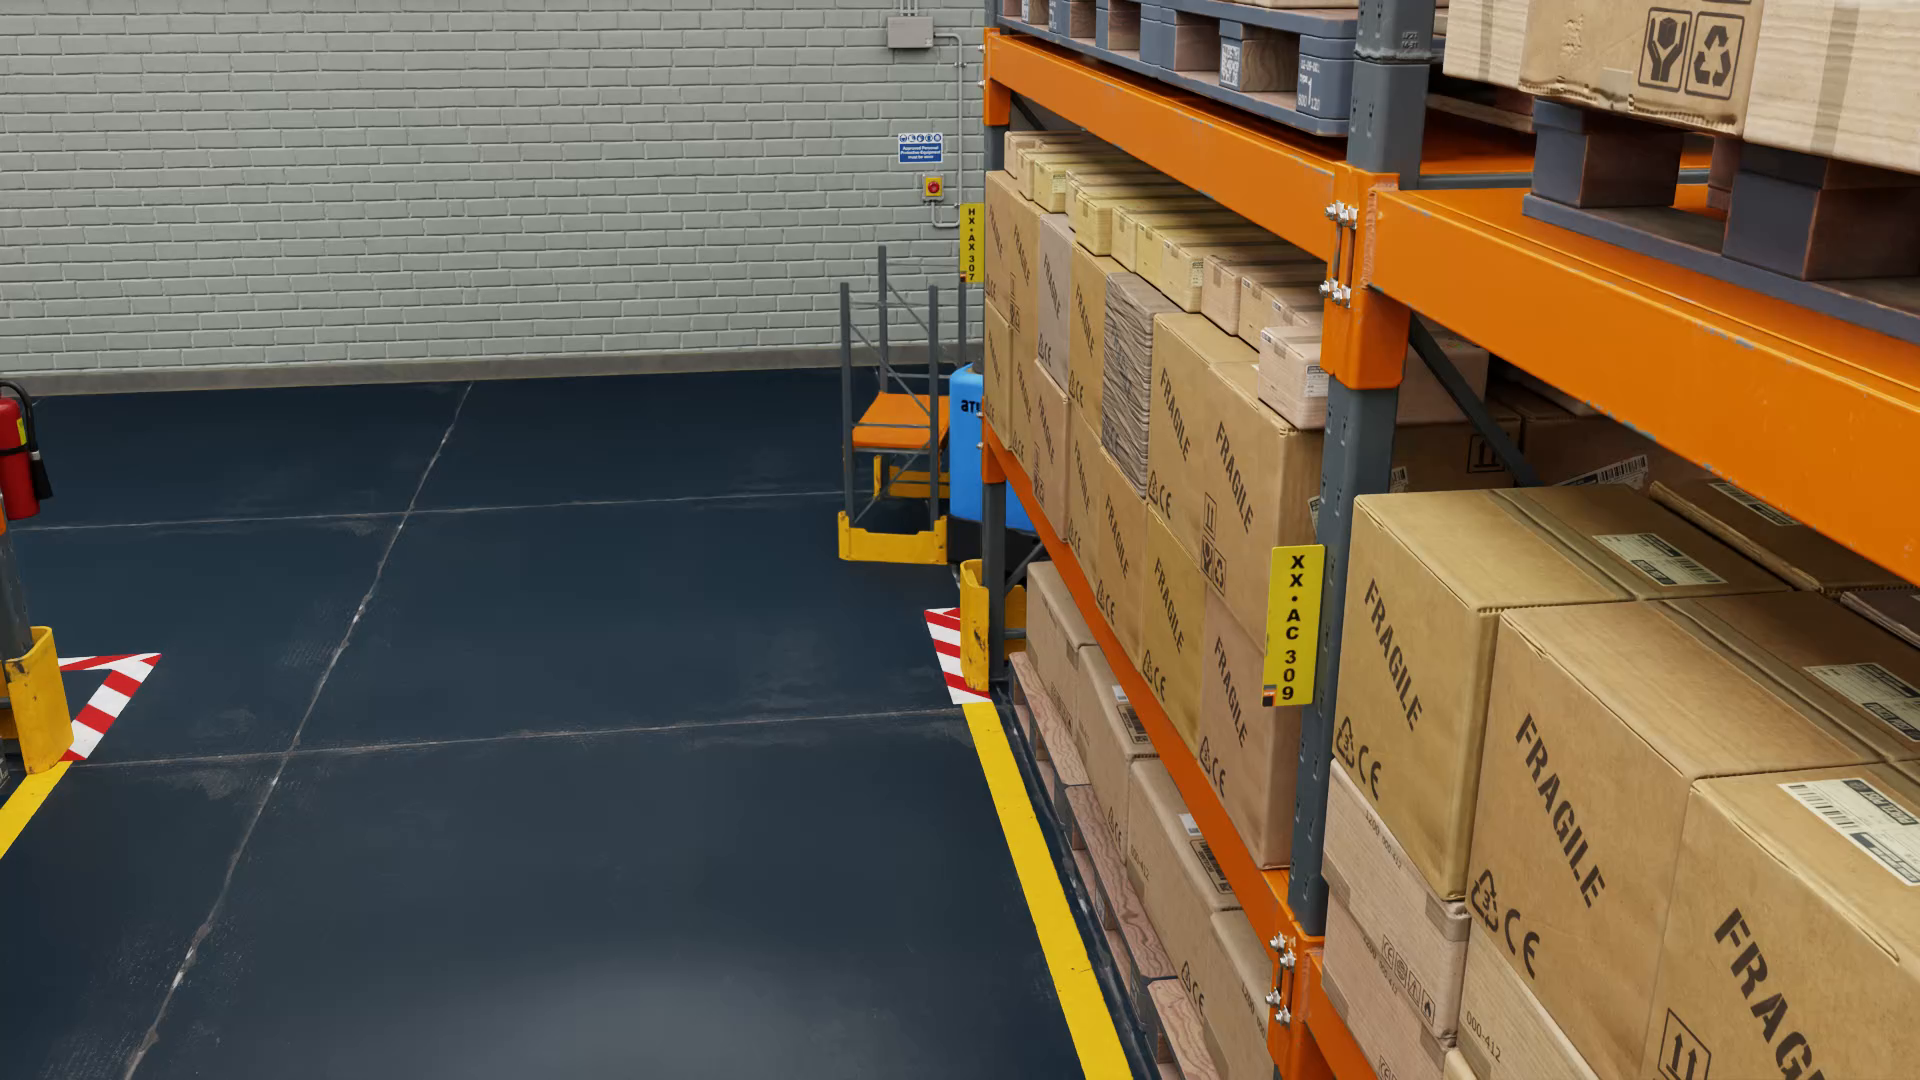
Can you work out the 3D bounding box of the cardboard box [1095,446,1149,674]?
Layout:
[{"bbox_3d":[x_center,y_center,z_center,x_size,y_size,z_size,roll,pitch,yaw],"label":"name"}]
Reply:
[{"bbox_3d":[0.690,0.033,4.699,0.500,0.500,0.500,-3,21,-9],"label":"cardboard box"}]

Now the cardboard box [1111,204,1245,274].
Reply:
[{"bbox_3d":[0.645,-0.861,4.737,0.380,0.149,0.250,-3,21,-8],"label":"cardboard box"}]

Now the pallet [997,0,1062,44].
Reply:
[{"bbox_3d":[0.717,-1.914,5.893,1.003,0.211,1.213,-3,21,-8],"label":"pallet"}]

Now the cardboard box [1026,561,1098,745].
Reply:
[{"bbox_3d":[0.794,0.420,6.865,0.875,0.438,0.875,-4,21,-10],"label":"cardboard box"}]

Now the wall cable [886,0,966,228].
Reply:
[{"bbox_3d":[-0.236,-3.248,12.129,0.585,1.953,0.123,-3,21,-8],"label":"wall cable"}]

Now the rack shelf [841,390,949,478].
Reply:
[{"bbox_3d":[-0.287,-0.599,9.190,0.538,0.185,1.000,3,21,8],"label":"rack shelf"}]

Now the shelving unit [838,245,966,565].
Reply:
[{"bbox_3d":[-0.286,-0.771,9.136,0.587,1.500,1.083,3,21,8],"label":"shelving unit"}]

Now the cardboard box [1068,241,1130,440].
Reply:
[{"bbox_3d":[0.623,-0.612,4.996,0.500,0.500,0.500,-3,21,-8],"label":"cardboard box"}]

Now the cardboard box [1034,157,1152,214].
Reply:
[{"bbox_3d":[0.465,-1.216,5.685,0.380,0.149,0.250,-4,21,-10],"label":"cardboard box"}]

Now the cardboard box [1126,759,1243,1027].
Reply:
[{"bbox_3d":[1.063,1.049,5.182,0.875,0.438,0.875,-4,21,-9],"label":"cardboard box"}]

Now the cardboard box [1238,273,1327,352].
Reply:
[{"bbox_3d":[0.860,-0.515,3.809,0.380,0.149,0.250,-3,21,-8],"label":"cardboard box"}]

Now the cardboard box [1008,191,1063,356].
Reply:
[{"bbox_3d":[0.469,-0.963,5.935,0.500,0.500,0.500,-3,21,-9],"label":"cardboard box"}]

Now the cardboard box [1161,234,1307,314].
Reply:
[{"bbox_3d":[0.734,-0.687,4.268,0.380,0.149,0.250,-3,21,-8],"label":"cardboard box"}]

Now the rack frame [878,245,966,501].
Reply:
[{"bbox_3d":[-0.214,-0.944,9.599,0.500,1.500,0.032,3,21,8],"label":"rack frame"}]

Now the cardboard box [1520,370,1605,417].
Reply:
[{"bbox_3d":[1.388,-0.363,3.402,0.380,0.149,0.250,-3,21,-9],"label":"cardboard box"}]

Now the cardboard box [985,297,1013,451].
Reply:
[{"bbox_3d":[0.385,-0.673,6.587,0.500,0.500,0.500,-3,21,-8],"label":"cardboard box"}]

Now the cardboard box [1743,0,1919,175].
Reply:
[{"bbox_3d":[1.013,-0.458,1.603,0.380,0.166,0.250,-4,21,-11],"label":"cardboard box"}]

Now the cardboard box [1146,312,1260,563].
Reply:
[{"bbox_3d":[0.770,-0.262,4.060,0.500,0.500,0.500,-3,21,-9],"label":"cardboard box"}]

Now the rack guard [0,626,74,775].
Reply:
[{"bbox_3d":[-4.273,0.675,6.693,1.175,0.500,0.348,-3,21,-8],"label":"rack guard"}]

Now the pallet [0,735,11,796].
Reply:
[{"bbox_3d":[-4.191,1.094,5.986,1.003,0.211,1.213,-3,21,-8],"label":"pallet"}]

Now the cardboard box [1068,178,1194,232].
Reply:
[{"bbox_3d":[0.550,-1.039,5.212,0.380,0.149,0.250,-3,21,-7],"label":"cardboard box"}]

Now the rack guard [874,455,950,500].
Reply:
[{"bbox_3d":[-0.214,-0.358,9.816,0.587,0.250,0.087,3,21,8],"label":"rack guard"}]

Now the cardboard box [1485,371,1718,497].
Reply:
[{"bbox_3d":[1.348,-0.114,3.662,0.500,0.500,0.500,-3,21,-7],"label":"cardboard box"}]

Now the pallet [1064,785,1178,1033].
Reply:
[{"bbox_3d":[0.965,1.194,5.717,1.003,0.211,1.213,-3,21,-8],"label":"pallet"}]

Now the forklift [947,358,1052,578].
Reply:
[{"bbox_3d":[1.471,-1.115,8.013,3.031,2.935,1.130,11,23,27],"label":"forklift"}]

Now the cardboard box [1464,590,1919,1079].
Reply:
[{"bbox_3d":[1.056,0.405,2.274,0.500,0.500,0.500,-3,21,-8],"label":"cardboard box"}]

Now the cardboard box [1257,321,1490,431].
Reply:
[{"bbox_3d":[0.817,-0.331,3.317,0.380,0.149,0.250,-3,21,-9],"label":"cardboard box"}]

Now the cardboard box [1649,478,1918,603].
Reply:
[{"bbox_3d":[1.490,0.205,2.808,0.500,0.500,0.500,-2,21,-6],"label":"cardboard box"}]

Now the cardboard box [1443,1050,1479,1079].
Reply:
[{"bbox_3d":[1.055,0.993,2.484,0.500,0.250,0.500,-3,21,-9],"label":"cardboard box"}]

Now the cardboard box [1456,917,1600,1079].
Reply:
[{"bbox_3d":[1.064,0.760,2.394,0.500,0.250,0.500,-3,21,-7],"label":"cardboard box"}]

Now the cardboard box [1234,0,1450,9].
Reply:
[{"bbox_3d":[0.768,-1.212,3.337,0.396,0.266,0.258,-2,21,-6],"label":"cardboard box"}]

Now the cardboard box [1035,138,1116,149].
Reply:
[{"bbox_3d":[0.486,-1.402,6.183,0.380,0.149,0.250,-2,21,-6],"label":"cardboard box"}]

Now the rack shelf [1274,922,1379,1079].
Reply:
[{"bbox_3d":[1.465,1.608,1.652,1.077,0.370,4.000,-3,21,-8],"label":"rack shelf"}]

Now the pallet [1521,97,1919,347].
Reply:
[{"bbox_3d":[1.358,-0.422,2.046,0.805,0.209,1.217,-4,21,-10],"label":"pallet"}]

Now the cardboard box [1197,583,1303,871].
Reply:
[{"bbox_3d":[0.857,0.384,3.758,0.500,0.500,0.500,-3,21,-7],"label":"cardboard box"}]

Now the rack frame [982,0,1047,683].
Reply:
[{"bbox_3d":[0.600,-0.807,7.089,1.000,3.000,0.127,-3,21,-8],"label":"rack frame"}]

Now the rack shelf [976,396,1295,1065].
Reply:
[{"bbox_3d":[0.888,0.223,5.360,1.077,0.370,4.000,-3,21,-8],"label":"rack shelf"}]

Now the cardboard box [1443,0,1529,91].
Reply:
[{"bbox_3d":[0.902,-0.770,2.295,0.396,0.266,0.258,-3,21,-8],"label":"cardboard box"}]

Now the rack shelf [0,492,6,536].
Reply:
[{"bbox_3d":[-3.995,0.508,4.598,1.077,0.370,4.000,-3,21,-8],"label":"rack shelf"}]

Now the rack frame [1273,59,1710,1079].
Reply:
[{"bbox_3d":[1.177,0.578,3.381,1.000,3.000,0.127,-3,21,-8],"label":"rack frame"}]

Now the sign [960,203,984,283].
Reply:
[{"bbox_3d":[0.050,-1.223,6.854,0.100,0.325,0.005,-3,21,-8],"label":"sign"}]

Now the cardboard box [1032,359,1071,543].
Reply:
[{"bbox_3d":[0.541,-0.322,5.648,0.500,0.500,0.500,-3,21,-8],"label":"cardboard box"}]
